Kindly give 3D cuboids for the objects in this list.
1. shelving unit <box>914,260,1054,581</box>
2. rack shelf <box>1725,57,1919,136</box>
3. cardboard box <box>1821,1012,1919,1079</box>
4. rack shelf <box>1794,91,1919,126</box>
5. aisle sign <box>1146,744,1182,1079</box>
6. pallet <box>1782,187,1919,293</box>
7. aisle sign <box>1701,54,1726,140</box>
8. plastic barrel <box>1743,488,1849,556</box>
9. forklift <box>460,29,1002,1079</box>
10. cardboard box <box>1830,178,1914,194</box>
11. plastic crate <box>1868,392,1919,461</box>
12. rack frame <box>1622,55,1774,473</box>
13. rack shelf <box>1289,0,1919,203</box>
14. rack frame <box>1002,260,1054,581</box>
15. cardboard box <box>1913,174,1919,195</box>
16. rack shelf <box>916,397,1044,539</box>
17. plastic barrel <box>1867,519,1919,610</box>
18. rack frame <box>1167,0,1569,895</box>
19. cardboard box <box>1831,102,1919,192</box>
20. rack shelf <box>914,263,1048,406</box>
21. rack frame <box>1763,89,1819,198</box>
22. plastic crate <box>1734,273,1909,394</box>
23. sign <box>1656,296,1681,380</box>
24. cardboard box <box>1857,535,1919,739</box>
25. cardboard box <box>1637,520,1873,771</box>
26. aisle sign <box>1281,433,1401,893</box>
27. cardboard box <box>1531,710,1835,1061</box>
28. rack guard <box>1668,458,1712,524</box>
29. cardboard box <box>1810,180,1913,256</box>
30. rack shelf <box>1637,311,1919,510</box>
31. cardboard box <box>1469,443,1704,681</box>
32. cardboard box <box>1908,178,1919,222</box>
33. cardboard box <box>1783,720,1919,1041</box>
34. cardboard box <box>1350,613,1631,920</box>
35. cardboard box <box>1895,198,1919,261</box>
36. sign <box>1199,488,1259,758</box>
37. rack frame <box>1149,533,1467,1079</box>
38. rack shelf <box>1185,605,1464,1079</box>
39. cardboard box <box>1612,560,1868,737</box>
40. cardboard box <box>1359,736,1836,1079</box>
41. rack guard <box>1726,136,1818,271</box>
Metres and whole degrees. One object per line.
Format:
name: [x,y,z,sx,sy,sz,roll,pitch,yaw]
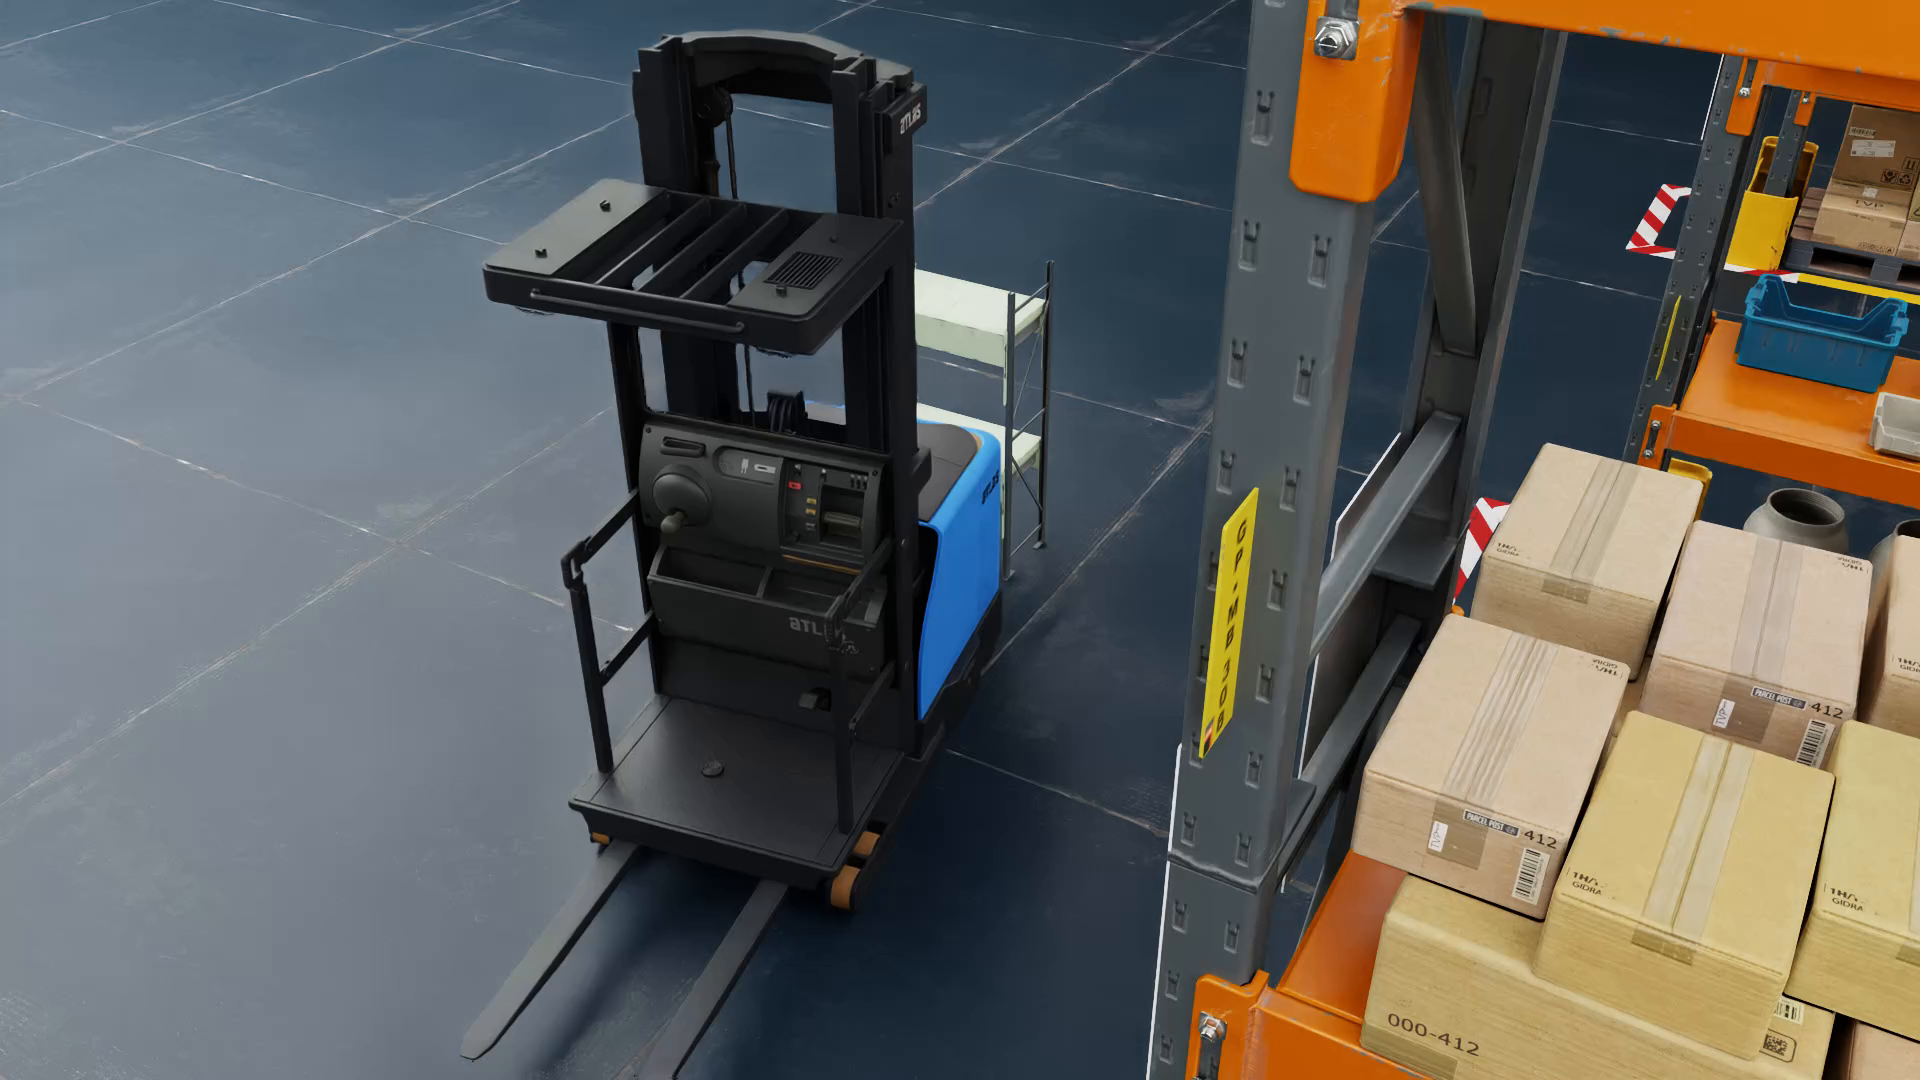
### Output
shelving unit: [-0.006,-0.626,7.837,0.755,1.500,0.431,18,37,24]
rack shelf: [4.771,-1.333,5.488,4.000,0.370,1.077,18,37,24]
cardboard box: [1.317,0.659,1.983,0.500,0.250,0.500,17,37,23]
rack shelf: [7.232,-2.467,9.897,4.000,0.370,1.077,18,37,24]
aisle sign: [0.374,0.495,2.455,0.004,0.787,0.394,18,37,24]
pallet: [6.180,-1.966,11.011,1.213,0.211,1.003,18,37,24]
aisle sign: [2.826,-1.895,6.043,0.004,0.787,0.394,18,37,24]
plastic barrel: [3.643,0.071,7.303,0.421,0.512,0.421,0,34,0]
forklift: [-0.788,-0.103,5.760,1.130,2.935,3.031,11,35,16]
cardboard box: [6.107,-2.341,11.162,0.500,0.250,0.500,18,37,24]
plastic crate: [3.651,-0.423,6.417,0.250,0.136,0.298,18,37,24]
rack frame: [3.034,-0.934,6.946,0.127,3.000,1.000,18,37,24]
rack shelf: [2.313,-0.197,1.078,4.000,0.370,1.077,18,37,24]
rack frame: [0.312,-0.525,7.686,0.023,1.500,0.400,18,37,24]
cardboard box: [6.547,-2.210,10.964,0.500,0.250,0.500,18,37,24]
rack shelf: [-0.006,-0.355,8.018,0.720,0.370,0.431,18,37,24]
plastic barrel: [4.079,0.209,7.096,0.421,0.512,0.421,0,34,0]
rack frame: [0.577,-1.047,1.704,0.127,3.000,1.000,18,37,24]
cardboard box: [6.108,-2.655,10.955,0.500,0.500,0.500,18,37,24]
rack shelf: [-0.006,-0.951,7.621,0.720,0.370,0.431,18,37,24]
rack frame: [5.495,-3.316,10.524,0.127,3.000,1.000,18,37,24]
plastic crate: [3.617,-0.878,6.997,0.616,0.251,0.499,18,37,24]
sign: [2.757,-0.785,6.474,0.005,0.325,0.100,18,37,24]
cardboard box: [1.432,0.174,2.351,0.250,0.149,0.380,16,37,22]
cardboard box: [1.140,0.152,2.385,0.250,0.149,0.380,16,37,23]
aisle sign: [0.672,0.206,2.889,0.004,0.787,0.394,18,37,24]
cardboard box: [0.878,0.403,2.009,0.250,0.149,0.380,18,38,25]
rack guard: [3.123,0.105,7.641,0.348,0.500,1.175,18,37,24]
cardboard box: [5.850,-2.092,10.787,0.500,0.250,0.500,18,37,24]
rack shelf: [4.771,-0.084,6.319,4.000,0.370,1.077,18,37,24]
cardboard box: [0.972,0.024,2.577,0.250,0.149,0.380,18,37,24]
cardboard box: [6.285,-2.268,10.375,0.500,0.500,0.500,18,37,24]
cardboard box: [1.158,0.413,1.993,0.250,0.149,0.380,17,37,24]
cardboard box: [0.701,0.285,2.186,0.250,0.149,0.380,17,37,24]
cardboard box: [6.286,-1.956,10.584,0.500,0.250,0.500,18,37,24]
sign: [0.307,0.099,1.901,0.005,0.325,0.100,18,37,24]
rack frame: [0.577,1.450,3.367,0.127,3.000,1.000,18,37,24]
rack shelf: [2.313,1.051,1.909,4.000,0.370,1.077,18,37,24]
cardboard box: [1.121,0.274,2.561,0.500,0.250,0.500,18,38,25]
cardboard box: [0.867,0.520,2.191,0.500,0.250,0.500,19,38,26]
rack guard: [5.474,-2.283,11.227,0.348,0.500,1.175,18,37,24]
